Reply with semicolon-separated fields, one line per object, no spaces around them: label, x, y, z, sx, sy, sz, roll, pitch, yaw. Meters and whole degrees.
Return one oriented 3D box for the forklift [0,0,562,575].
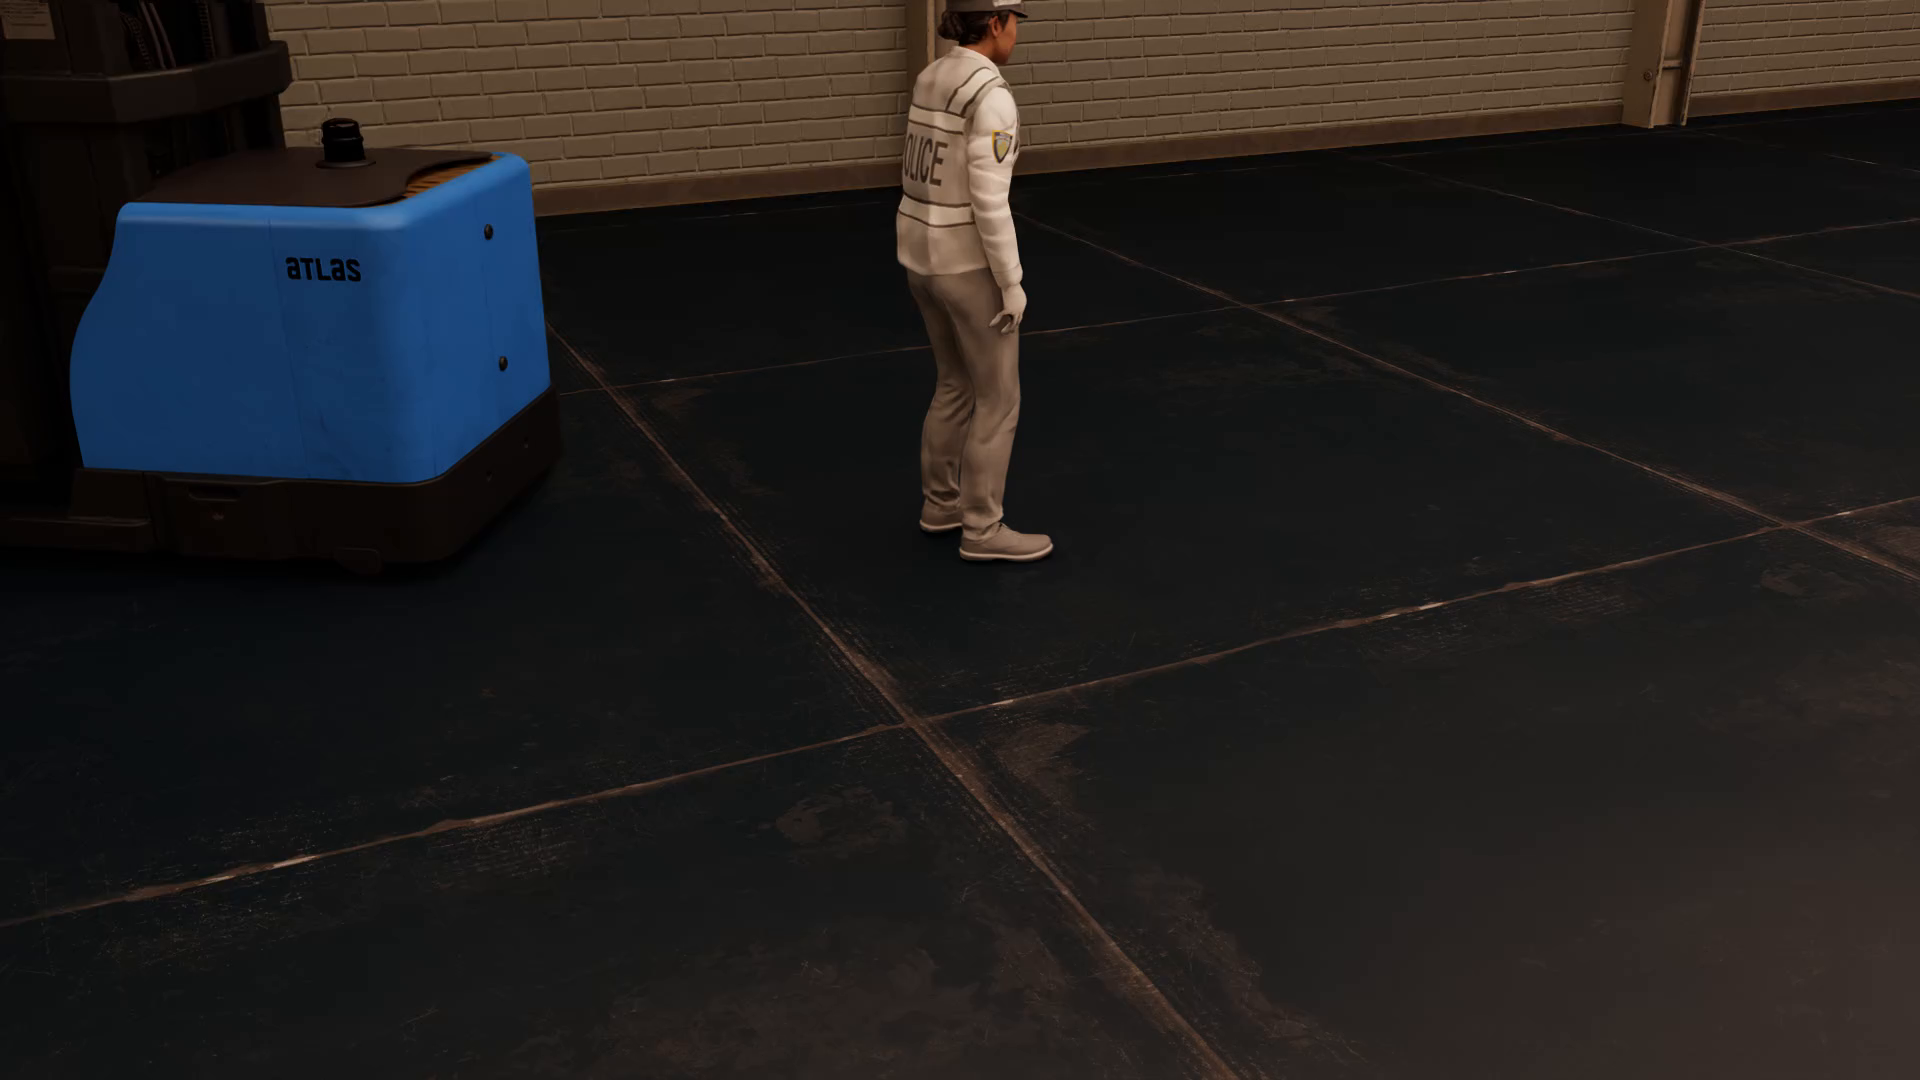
forklift;-2.905;-1.493;4.880;3.031;2.935;1.130;3;23;7

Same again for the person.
person;0.022;-0.775;4.808;0.372;1.663;0.529;-11;25;-25
